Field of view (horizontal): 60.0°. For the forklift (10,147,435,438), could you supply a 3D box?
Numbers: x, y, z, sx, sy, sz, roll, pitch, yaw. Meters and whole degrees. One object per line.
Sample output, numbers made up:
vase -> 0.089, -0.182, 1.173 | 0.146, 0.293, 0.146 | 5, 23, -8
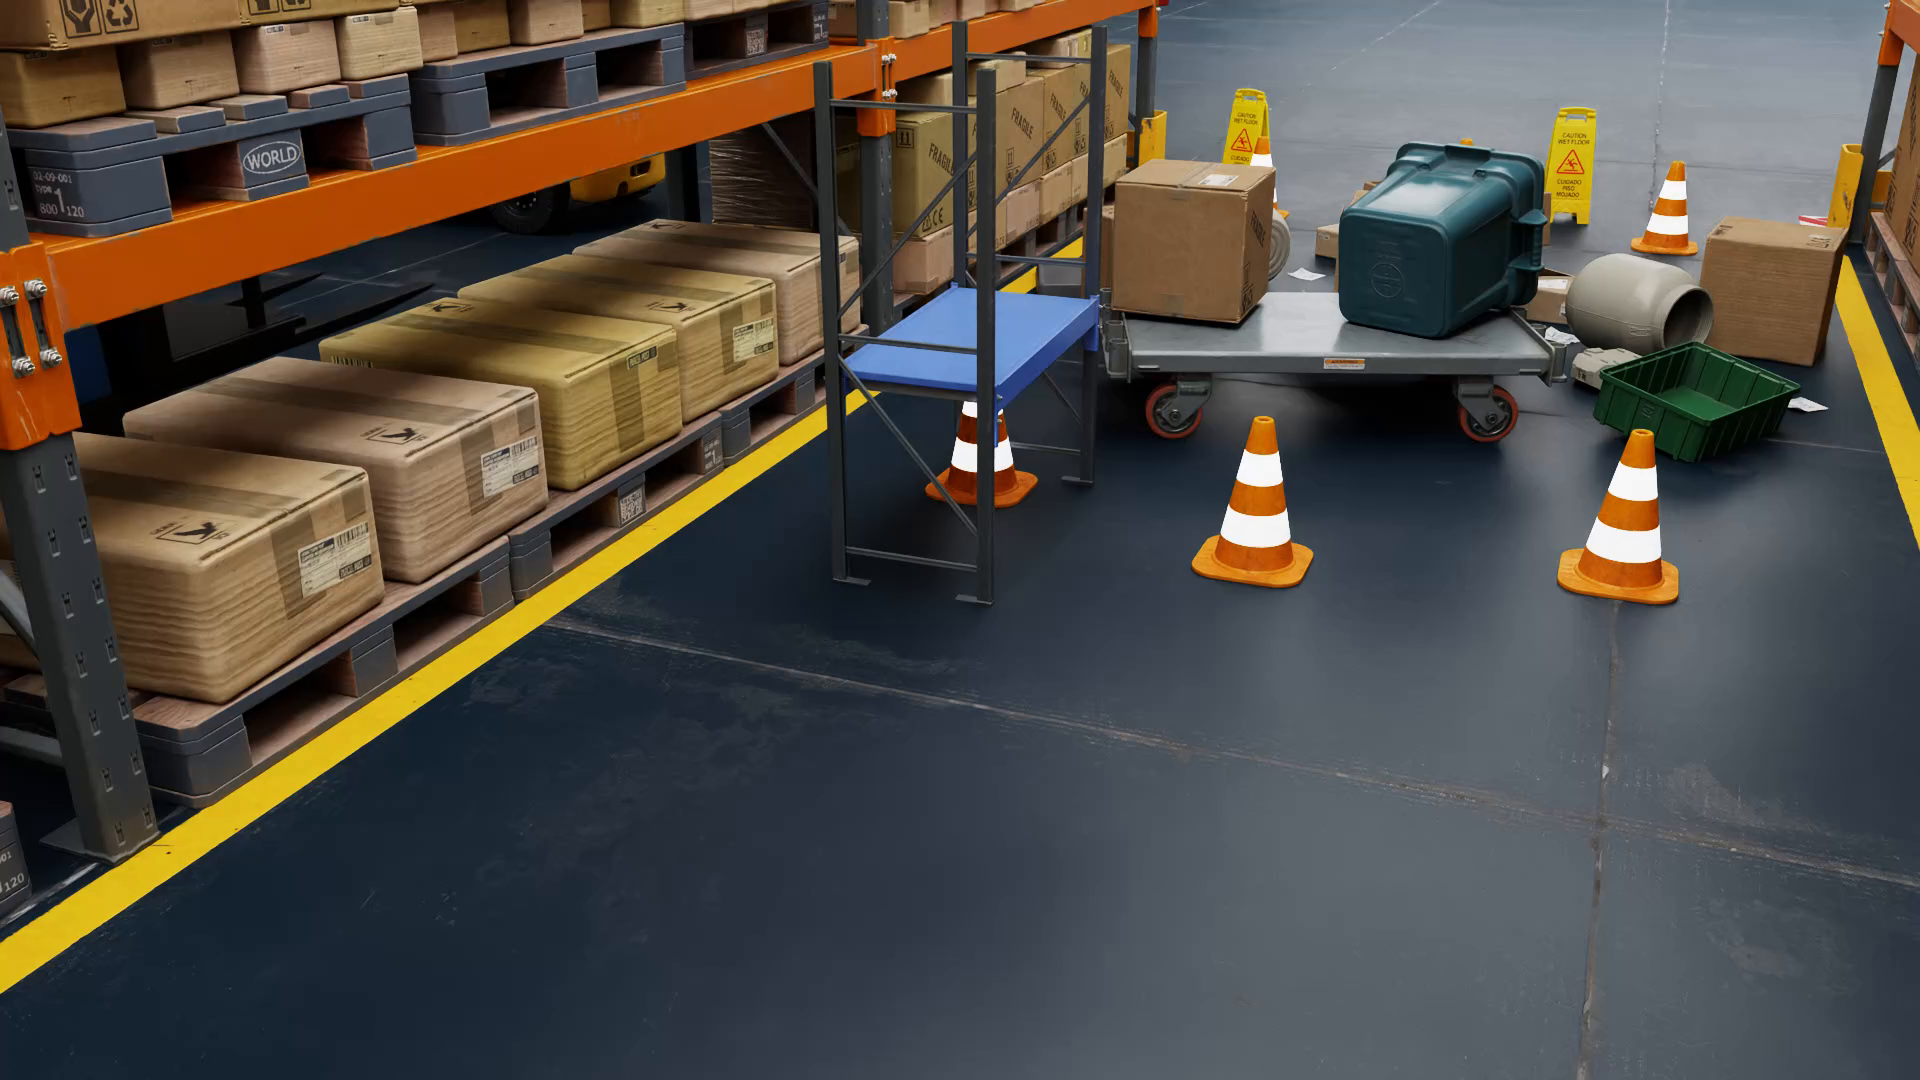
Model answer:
forklift -> -3.186, -1.792, 5.737 | 1.130, 2.935, 3.031 | 8, 24, 19

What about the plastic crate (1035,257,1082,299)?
plastic crate -> 0.580, -1.304, 8.268 | 0.402, 0.080, 0.583 | 1, 23, 2

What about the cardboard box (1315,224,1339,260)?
cardboard box -> 2.110, -1.565, 8.803 | 0.250, 0.149, 0.380 | -17, 28, -35

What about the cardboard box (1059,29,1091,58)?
cardboard box -> 0.495, -2.654, 8.920 | 0.380, 0.149, 0.250 | 9, 24, 21

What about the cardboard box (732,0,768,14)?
cardboard box -> -0.876, -1.872, 5.620 | 0.380, 0.149, 0.250 | 8, 24, 19

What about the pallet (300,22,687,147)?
pallet -> -1.553, -1.401, 4.961 | 1.003, 0.211, 1.213 | 9, 24, 20

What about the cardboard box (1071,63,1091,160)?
cardboard box -> 0.475, -2.398, 9.149 | 0.500, 0.500, 0.500 | 10, 25, 22

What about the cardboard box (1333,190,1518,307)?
cardboard box -> 2.079, -1.222, 7.347 | 0.797, 0.637, 0.503 | 9, 24, 20

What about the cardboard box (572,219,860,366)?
cardboard box -> -0.957, -1.000, 6.617 | 0.950, 0.372, 0.625 | 9, 24, 21

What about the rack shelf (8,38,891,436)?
rack shelf -> -1.508, -1.159, 5.067 | 1.077, 0.370, 4.000 | 9, 24, 20

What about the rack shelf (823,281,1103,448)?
rack shelf -> 0.038, -0.561, 5.094 | 0.538, 0.185, 1.000 | 8, 25, 19

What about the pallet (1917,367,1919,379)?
pallet -> 4.224, -0.508, 6.193 | 1.003, 0.211, 1.213 | 9, 24, 20

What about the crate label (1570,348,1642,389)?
crate label -> 2.629, -0.682, 6.705 | 0.298, 0.136, 0.250 | -7, 24, -17

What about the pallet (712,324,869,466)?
pallet -> -1.053, -0.641, 6.511 | 1.003, 0.211, 1.213 | 9, 24, 20

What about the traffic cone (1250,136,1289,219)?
traffic cone -> 1.759, -2.129, 9.747 | 0.336, 0.463, 0.334 | 9, 24, 20

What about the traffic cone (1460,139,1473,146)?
traffic cone -> 2.916, -2.092, 9.658 | 0.336, 0.463, 0.334 | 9, 24, 20

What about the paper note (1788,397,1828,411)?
paper note -> 3.278, -0.535, 6.490 | 0.147, 0.020, 0.142 | -7, 24, -17

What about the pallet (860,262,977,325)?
pallet -> -0.548, -1.165, 7.766 | 1.003, 0.211, 1.213 | 9, 24, 20

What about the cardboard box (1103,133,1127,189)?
cardboard box -> 0.662, -2.227, 9.712 | 0.500, 0.250, 0.500 | 9, 24, 20

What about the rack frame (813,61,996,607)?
rack frame -> -0.143, -0.536, 4.587 | 0.500, 1.500, 0.032 | 8, 25, 19

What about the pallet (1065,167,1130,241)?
pallet -> 0.358, -2.039, 9.857 | 1.003, 0.211, 1.213 | 9, 24, 20

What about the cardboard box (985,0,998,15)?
cardboard box -> -0.040, -2.538, 7.761 | 0.380, 0.149, 0.250 | 9, 24, 20

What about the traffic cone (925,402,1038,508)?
traffic cone -> 0.074, -0.392, 5.588 | 0.336, 0.463, 0.334 | 9, 24, 20

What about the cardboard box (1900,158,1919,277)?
cardboard box -> 4.839, -1.612, 7.429 | 0.875, 0.875, 0.875 | 8, 24, 19

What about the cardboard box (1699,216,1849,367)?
cardboard box -> 3.492, -1.084, 7.194 | 0.500, 0.500, 0.500 | 13, 26, 29

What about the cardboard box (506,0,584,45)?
cardboard box -> -1.312, -1.514, 4.765 | 0.380, 0.149, 0.250 | 10, 25, 22

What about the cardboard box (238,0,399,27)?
cardboard box -> -1.682, -1.468, 3.812 | 0.500, 0.500, 0.500 | 10, 25, 23

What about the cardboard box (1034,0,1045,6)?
cardboard box -> 0.202, -2.708, 8.168 | 0.380, 0.149, 0.250 | 9, 24, 20

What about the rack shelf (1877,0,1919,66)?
rack shelf -> 4.612, -1.918, 6.883 | 1.077, 0.370, 4.000 | 9, 24, 20

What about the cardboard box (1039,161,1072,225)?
cardboard box -> 0.282, -1.863, 8.841 | 0.500, 0.250, 0.500 | 8, 24, 18

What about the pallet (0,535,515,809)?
pallet -> -1.959, 0.232, 4.421 | 1.003, 0.211, 1.213 | 9, 24, 20

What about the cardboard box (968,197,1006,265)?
cardboard box -> -0.107, -1.497, 7.965 | 0.500, 0.250, 0.500 | 10, 25, 23

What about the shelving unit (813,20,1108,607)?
shelving unit -> 0.037, -0.726, 5.023 | 0.538, 1.500, 1.048 | 8, 25, 19

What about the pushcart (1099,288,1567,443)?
pushcart -> 1.371, -0.688, 6.408 | 1.648, 0.377, 0.936 | 1, 23, 2

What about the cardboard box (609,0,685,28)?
cardboard box -> -1.092, -1.698, 5.204 | 0.380, 0.149, 0.250 | 9, 24, 20

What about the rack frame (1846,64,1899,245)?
rack frame -> 5.354, -2.966, 8.458 | 1.000, 3.000, 0.127 | 9, 24, 20

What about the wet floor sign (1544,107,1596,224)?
wet floor sign -> 3.527, -2.173, 9.615 | 0.267, 0.644, 0.232 | 5, 23, 11

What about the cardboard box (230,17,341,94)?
cardboard box -> -1.677, -1.131, 3.846 | 0.380, 0.149, 0.250 | 7, 24, 17

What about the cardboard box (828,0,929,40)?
cardboard box -> -0.350, -2.158, 6.850 | 0.380, 0.149, 0.250 | 9, 24, 20

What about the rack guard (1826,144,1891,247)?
rack guard -> 5.363, -1.821, 8.961 | 1.175, 0.500, 0.348 | 9, 24, 20

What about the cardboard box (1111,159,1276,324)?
cardboard box -> 0.899, -1.159, 6.393 | 0.500, 0.500, 0.500 | 9, 24, 20

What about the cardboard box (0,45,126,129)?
cardboard box -> -1.957, -0.943, 3.397 | 0.380, 0.149, 0.250 | 7, 24, 17

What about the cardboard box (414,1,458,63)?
cardboard box -> -1.538, -1.323, 4.308 | 0.380, 0.149, 0.250 | 10, 25, 23

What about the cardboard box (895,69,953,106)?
cardboard box -> -0.193, -1.986, 7.320 | 0.380, 0.149, 0.250 | 9, 24, 21

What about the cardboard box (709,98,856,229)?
cardboard box -> -0.794, -1.728, 7.545 | 0.500, 0.500, 0.500 | 8, 24, 19

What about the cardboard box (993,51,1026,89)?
cardboard box -> 0.094, -2.267, 7.993 | 0.380, 0.149, 0.250 | 10, 25, 23

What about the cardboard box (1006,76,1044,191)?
cardboard box -> 0.087, -2.029, 8.265 | 0.500, 0.500, 0.500 | 10, 25, 23

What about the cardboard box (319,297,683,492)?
cardboard box -> -1.478, -0.493, 5.403 | 0.950, 0.372, 0.625 | 10, 25, 22

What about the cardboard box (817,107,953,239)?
cardboard box -> -0.295, -1.650, 7.359 | 0.500, 0.500, 0.500 | 10, 25, 23

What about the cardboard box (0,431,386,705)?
cardboard box -> -2.031, 0.043, 4.121 | 0.950, 0.372, 0.625 | 7, 24, 16

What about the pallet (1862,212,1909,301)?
pallet -> 5.130, -1.382, 8.284 | 1.003, 0.211, 1.213 | 9, 24, 20

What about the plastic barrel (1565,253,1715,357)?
plastic barrel -> 2.866, -0.971, 7.026 | 0.421, 0.421, 0.512 | -12, 25, -26

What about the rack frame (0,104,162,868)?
rack frame -> -2.251, -0.775, 3.215 | 1.000, 3.000, 0.127 | 9, 24, 20

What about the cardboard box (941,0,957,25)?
cardboard box -> -0.234, -2.355, 7.322 | 0.380, 0.149, 0.250 | 9, 24, 20
